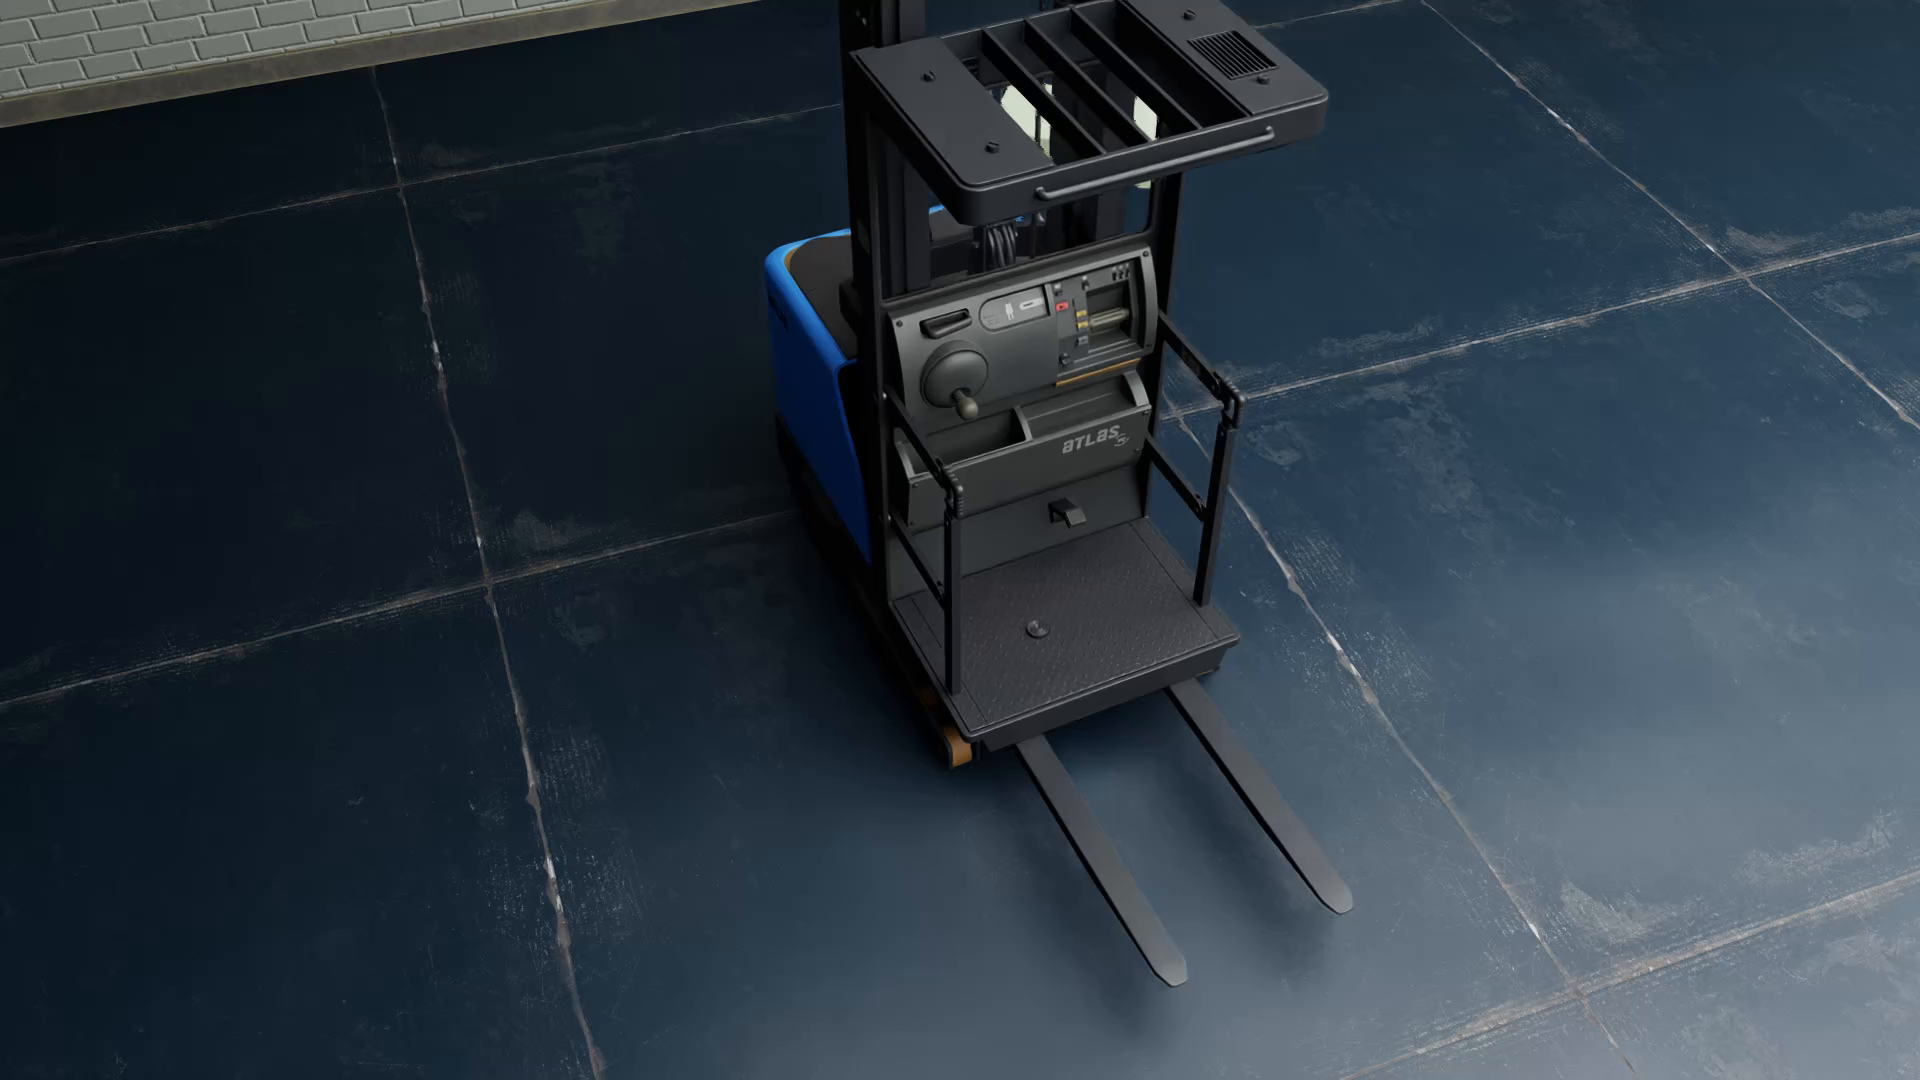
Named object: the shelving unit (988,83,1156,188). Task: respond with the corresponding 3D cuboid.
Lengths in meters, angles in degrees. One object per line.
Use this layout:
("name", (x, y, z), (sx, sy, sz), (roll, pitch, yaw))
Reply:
("shelving unit", (0.488, -1.296, 6.982), (0.755, 1.500, 0.431), (10, 46, 10))

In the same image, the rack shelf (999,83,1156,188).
("rack shelf", (0.488, -1.571, 6.706), (0.720, 0.370, 0.431), (10, 46, 10))

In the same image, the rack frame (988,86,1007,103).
("rack frame", (0.134, -1.361, 7.047), (0.023, 1.500, 0.400), (10, 46, 10))

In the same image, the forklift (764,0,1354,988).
("forklift", (0.312, -0.583, 5.262), (1.130, 2.935, 3.031), (-18, 48, -17))
